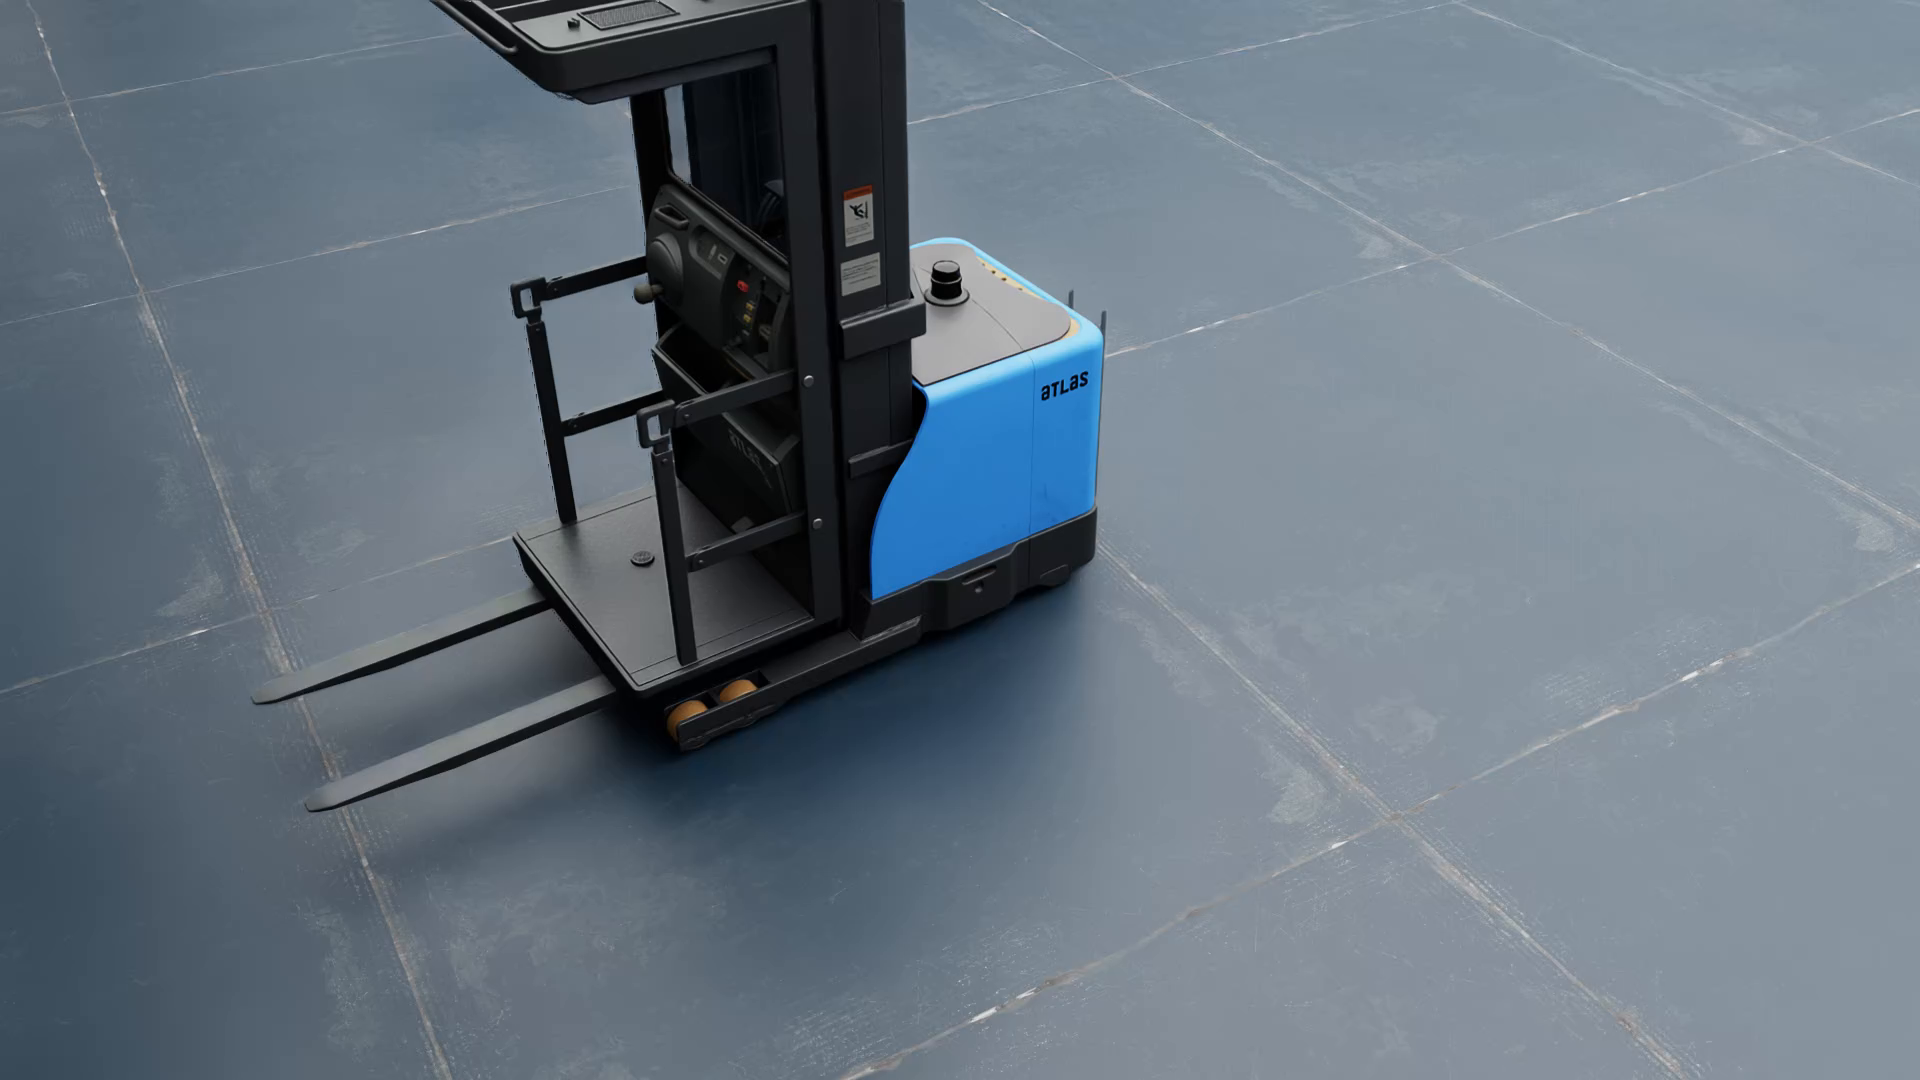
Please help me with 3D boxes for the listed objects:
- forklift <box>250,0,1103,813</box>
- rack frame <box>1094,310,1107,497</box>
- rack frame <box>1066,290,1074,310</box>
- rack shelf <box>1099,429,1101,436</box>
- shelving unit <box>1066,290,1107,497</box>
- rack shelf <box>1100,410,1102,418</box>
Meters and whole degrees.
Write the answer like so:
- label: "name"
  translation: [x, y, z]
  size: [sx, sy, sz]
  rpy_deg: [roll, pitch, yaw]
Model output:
- label: "forklift"
  translation: [-0.974, -0.816, 5.383]
  size: [3.031, 2.935, 1.130]
  rpy_deg: [-22, 41, -27]
- label: "rack frame"
  translation: [0.469, -0.487, 6.654]
  size: [0.240, 0.900, 0.006]
  rpy_deg: [-23, 42, -28]
- label: "rack frame"
  translation: [0.351, -0.585, 6.787]
  size: [0.240, 0.900, 0.006]
  rpy_deg: [-23, 42, -28]
- label: "rack shelf"
  translation: [0.410, -0.436, 6.793]
  size: [0.258, 0.077, 0.200]
  rpy_deg: [-23, 42, -28]
- label: "shelving unit"
  translation: [0.410, -0.536, 6.720]
  size: [0.258, 0.900, 0.210]
  rpy_deg: [-23, 42, -28]
- label: "rack shelf"
  translation: [0.410, -0.509, 6.740]
  size: [0.258, 0.077, 0.200]
  rpy_deg: [-23, 42, -28]
